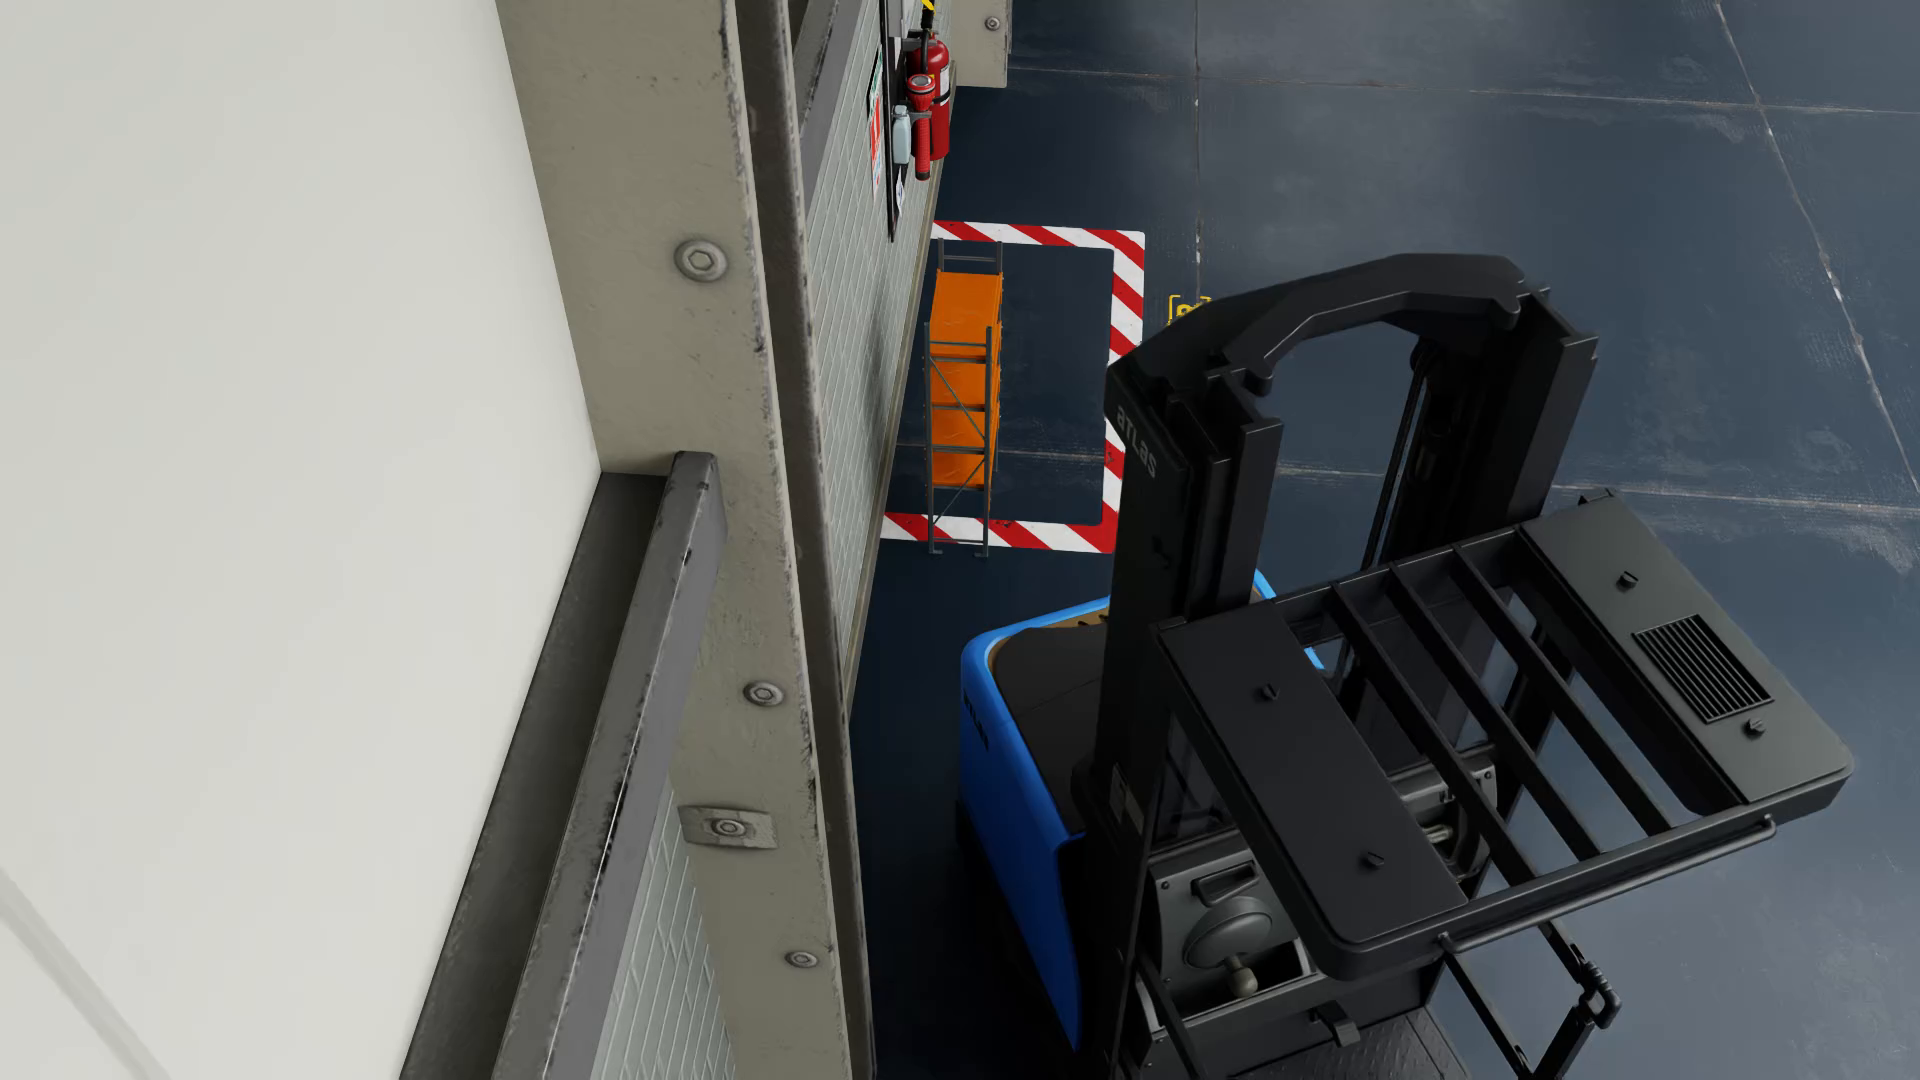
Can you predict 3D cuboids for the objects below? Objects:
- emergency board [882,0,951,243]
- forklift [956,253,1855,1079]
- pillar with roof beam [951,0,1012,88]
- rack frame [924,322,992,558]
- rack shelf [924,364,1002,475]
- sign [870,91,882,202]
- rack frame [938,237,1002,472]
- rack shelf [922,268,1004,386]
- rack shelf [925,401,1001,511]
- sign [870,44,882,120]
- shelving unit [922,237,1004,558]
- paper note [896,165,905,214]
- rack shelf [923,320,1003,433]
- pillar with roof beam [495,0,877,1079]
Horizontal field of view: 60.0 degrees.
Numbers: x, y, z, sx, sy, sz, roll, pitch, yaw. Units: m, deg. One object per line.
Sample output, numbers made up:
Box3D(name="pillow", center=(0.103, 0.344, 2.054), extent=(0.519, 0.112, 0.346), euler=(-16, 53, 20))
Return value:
Box3D(name="emergency board", center=(-0.150, -1.808, 6.397), extent=(0.194, 1.169, 0.643), euler=(4, 48, 4))
Box3D(name="forklift", center=(0.979, 0.930, 3.939), extent=(1.130, 2.935, 3.031), euler=(-16, 49, -14))
Box3D(name="pillar with roof beam", center=(4.401, -5.357, 5.577), extent=(9.100, 9.000, 0.400), euler=(4, 48, 4))
Box3D(name="rack frame", center=(-0.007, -0.347, 6.280), extent=(0.240, 1.200, 0.015), euler=(4, 48, 4))
Box3D(name="rack shelf", center=(0.015, -0.481, 6.494), extent=(0.258, 0.148, 0.480), euler=(4, 48, 4))
Box3D(name="sign", center=(-0.303, -1.421, 6.019), extent=(0.001, 0.329, 0.234), euler=(4, 48, 4))
Box3D(name="rack frame", center=(0.037, -0.706, 6.608), extent=(0.240, 1.200, 0.015), euler=(4, 48, 4))
Box3D(name="rack shelf", center=(0.015, -0.792, 6.154), extent=(0.258, 0.148, 0.480), euler=(4, 48, 4))
Box3D(name="rack shelf", center=(0.015, -0.347, 6.641), extent=(0.258, 0.148, 0.480), euler=(4, 48, 4))
Box3D(name="sign", center=(-0.294, -1.603, 5.826), extent=(0.001, 0.109, 0.331), euler=(4, 48, 4))
Box3D(name="shelving unit", center=(0.015, -0.527, 6.444), extent=(0.258, 1.200, 0.503), euler=(4, 48, 4))
Box3D(name="paper note", center=(-0.235, -1.386, 6.607), extent=(0.016, 0.148, 0.142), euler=(4, 48, 4))
Box3D(name="rack shelf", center=(0.015, -0.632, 6.329), extent=(0.258, 0.148, 0.480), euler=(4, 48, 4))
Box3D(name="pillar with roof beam", center=(3.854, -0.948, 1.545), extent=(9.100, 9.000, 0.400), euler=(4, 48, 4))
